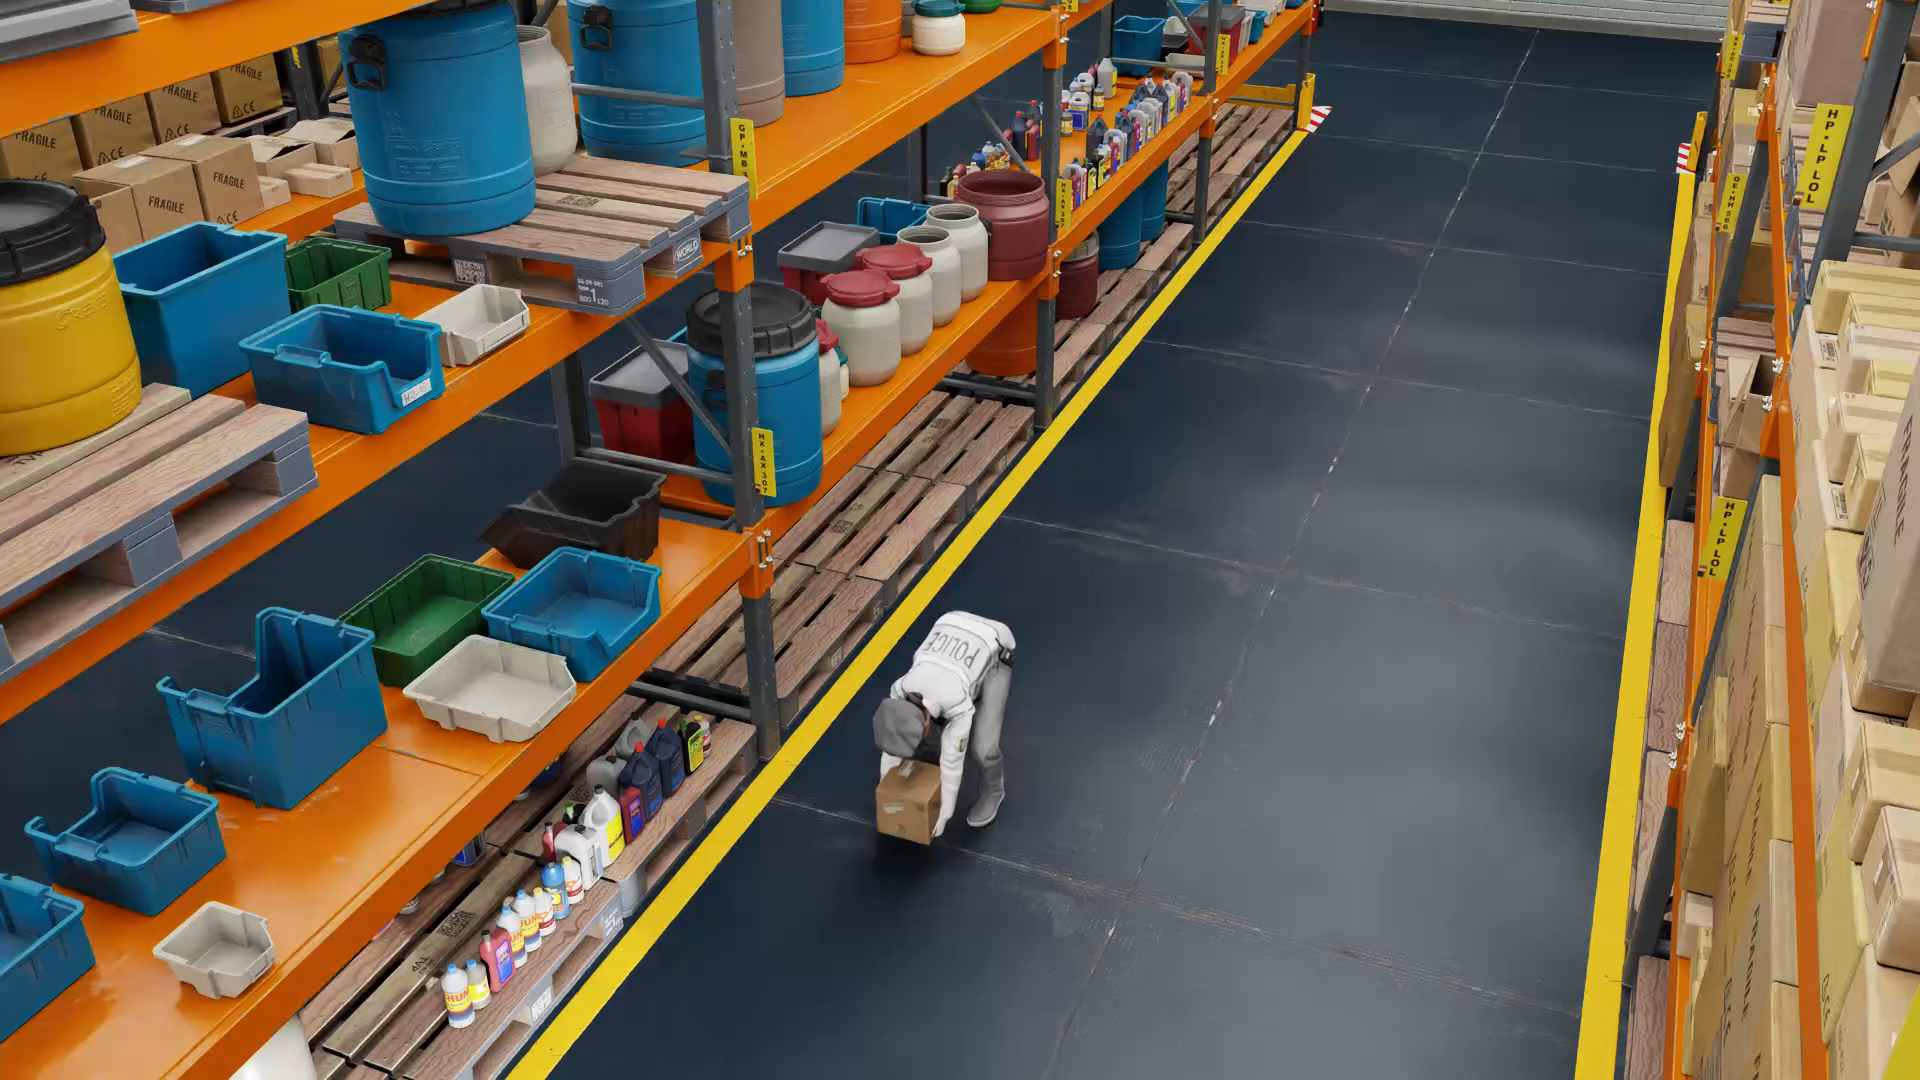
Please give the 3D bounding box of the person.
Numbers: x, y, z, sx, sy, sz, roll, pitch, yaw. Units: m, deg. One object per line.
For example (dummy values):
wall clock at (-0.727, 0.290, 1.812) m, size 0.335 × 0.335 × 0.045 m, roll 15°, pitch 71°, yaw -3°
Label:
person at (-0.070, 0.903, 7.497) m, size 0.431 × 0.986 × 0.912 m, roll 15°, pitch 33°, yaw 24°
